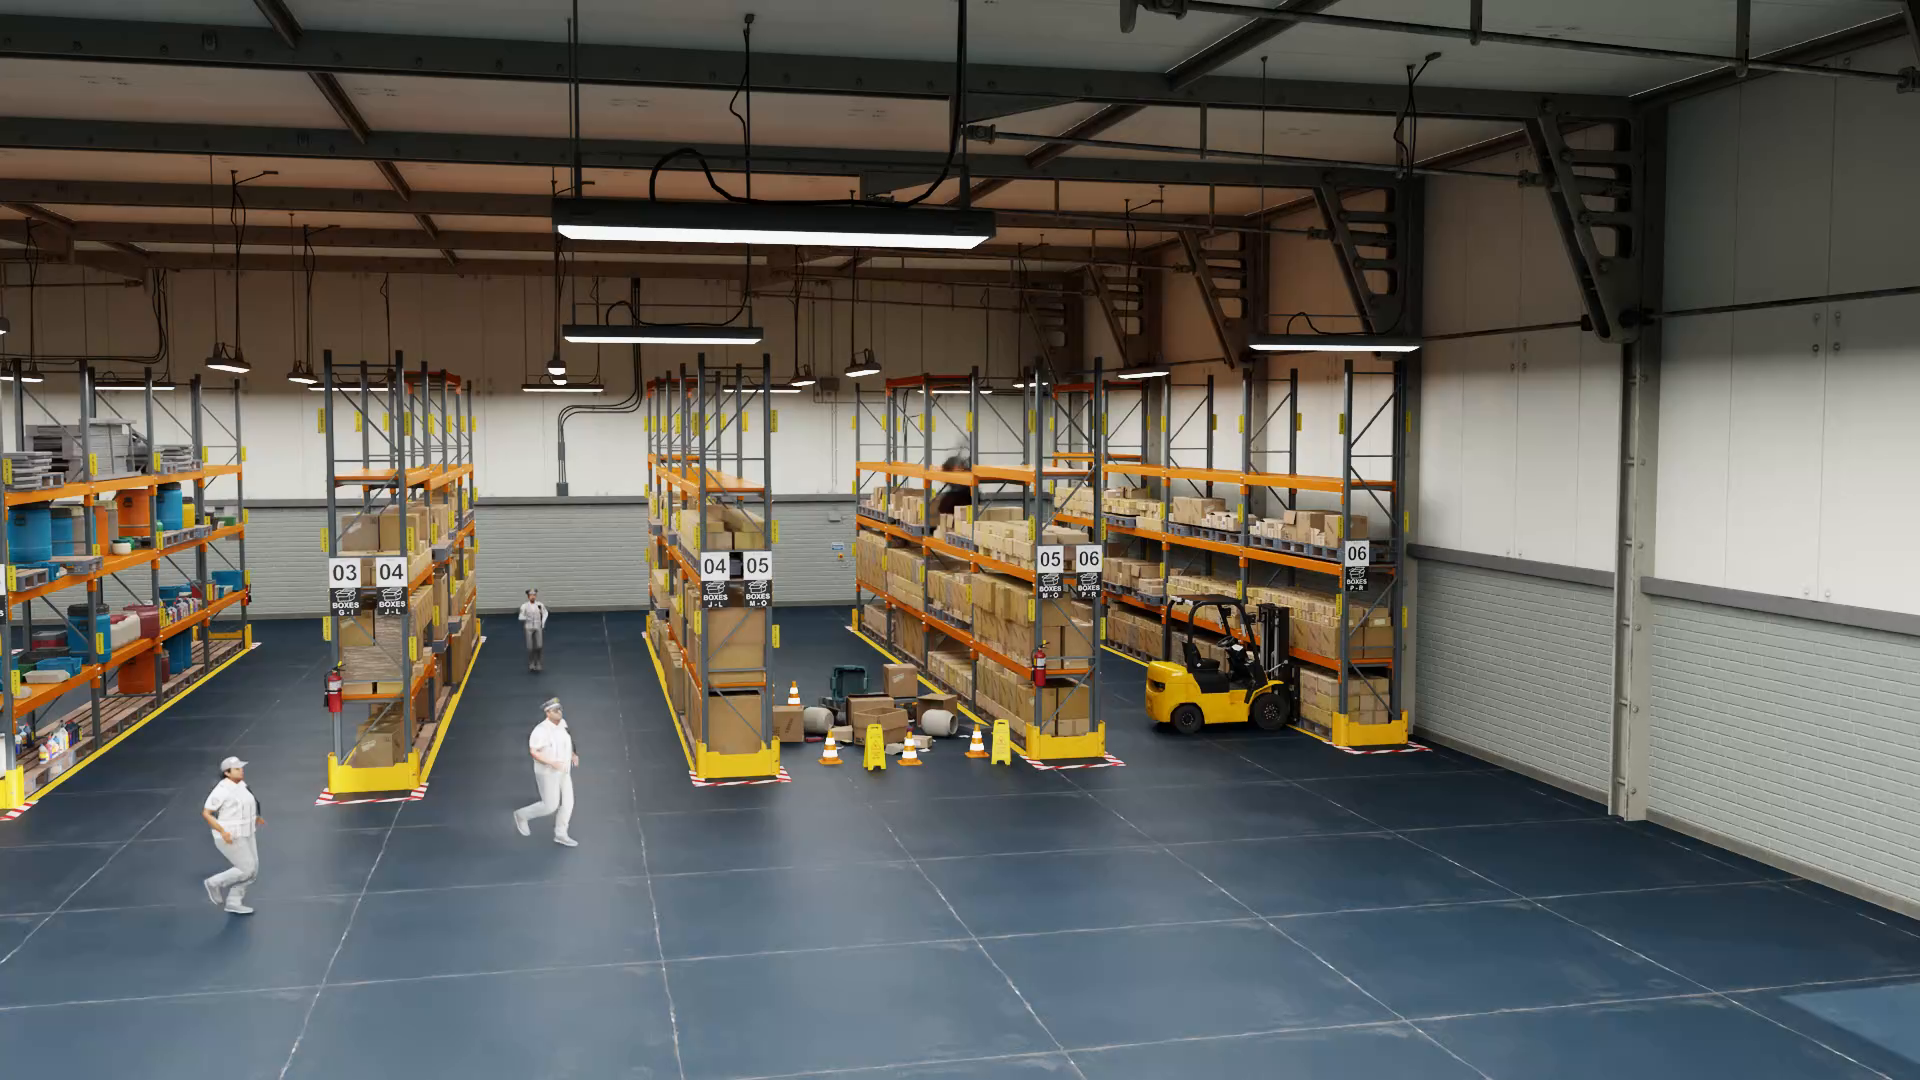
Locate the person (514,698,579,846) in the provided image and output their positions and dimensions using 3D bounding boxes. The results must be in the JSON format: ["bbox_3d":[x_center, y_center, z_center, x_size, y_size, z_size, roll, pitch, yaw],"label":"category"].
[{"bbox_3d":[-4.910,2.755,19.895,0.782,1.782,0.668,2,4,24],"label":"person"}]

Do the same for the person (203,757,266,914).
[{"bbox_3d":[-7.394,3.018,16.979,0.549,1.623,0.608,0,4,5],"label":"person"}]

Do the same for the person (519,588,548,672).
[{"bbox_3d":[-8.620,1.824,33.658,0.595,1.705,0.630,-1,4,-19],"label":"person"}]
